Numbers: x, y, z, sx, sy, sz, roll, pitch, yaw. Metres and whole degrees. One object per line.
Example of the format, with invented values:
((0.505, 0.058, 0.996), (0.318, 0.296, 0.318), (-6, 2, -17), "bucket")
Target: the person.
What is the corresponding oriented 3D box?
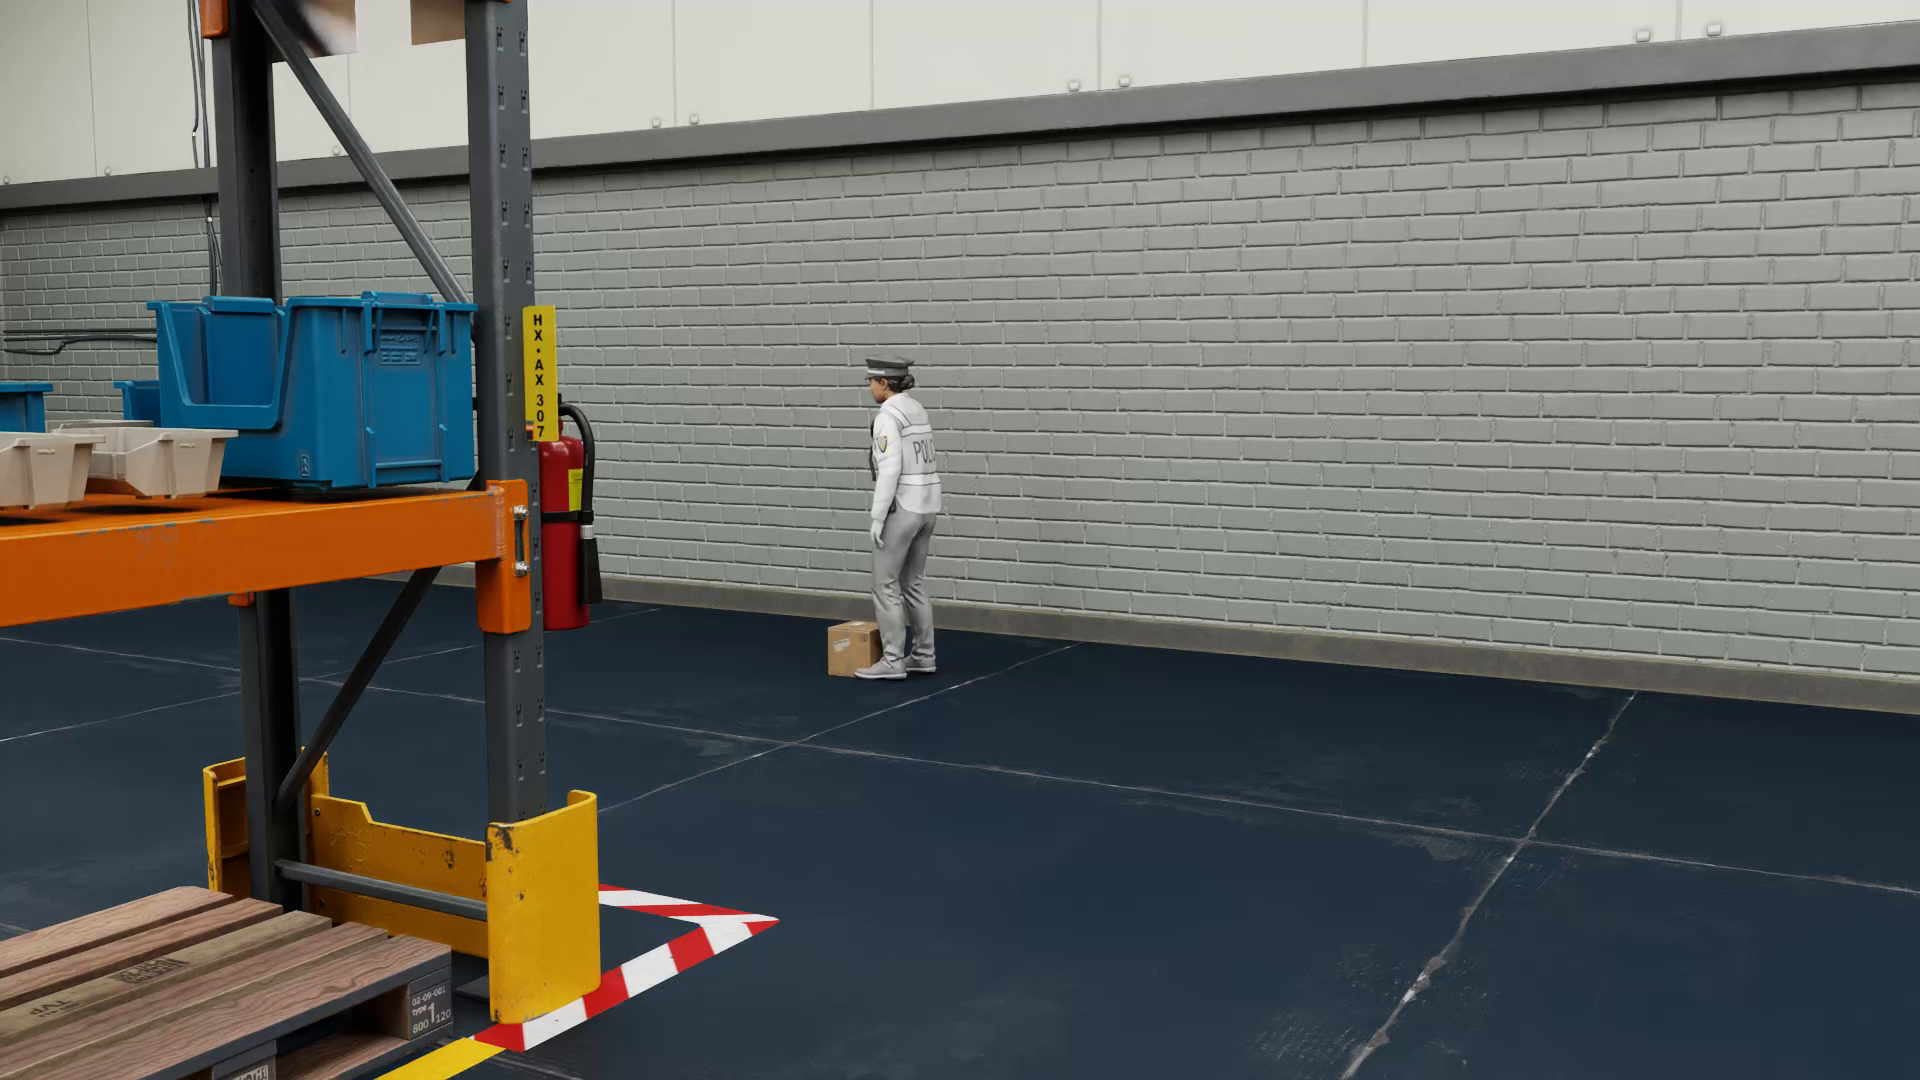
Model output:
((-0.319, -0.119, 8.485), (0.415, 1.661, 0.539), (3, 7, 25), "person")
